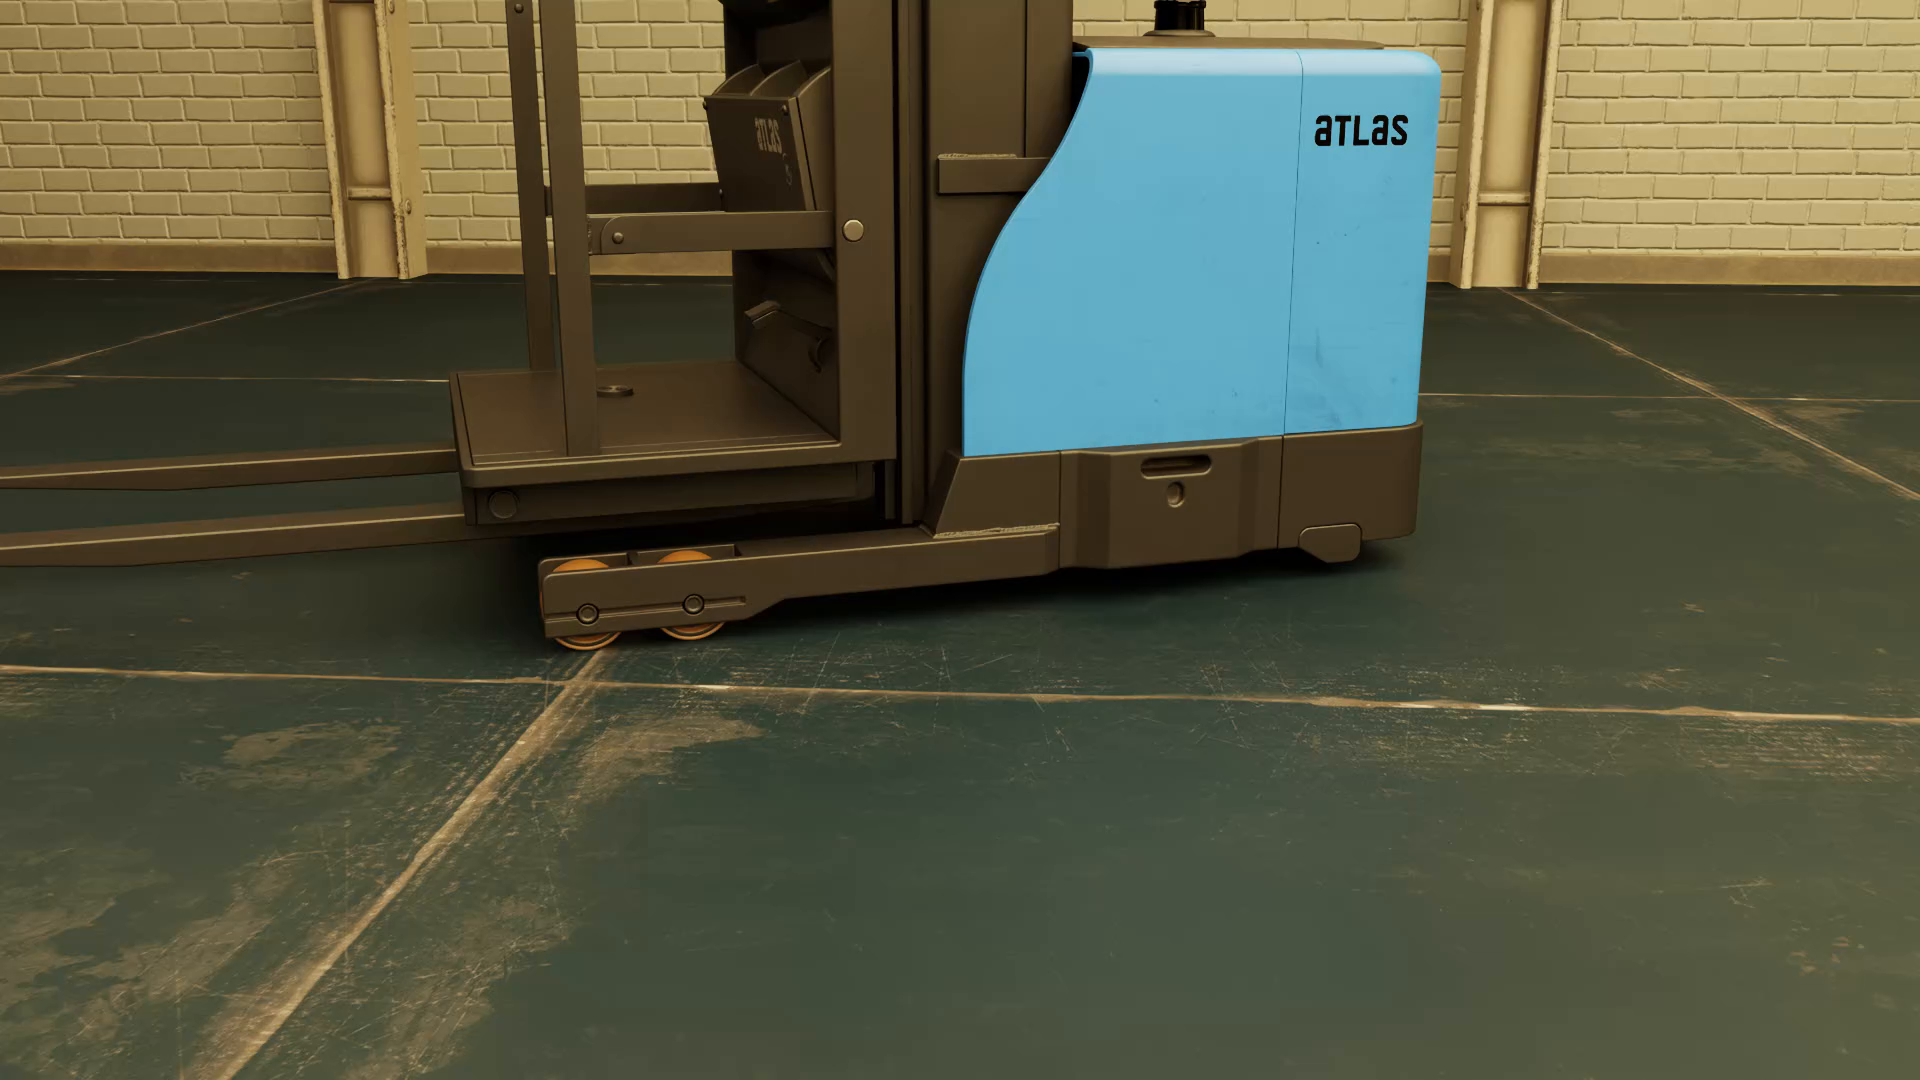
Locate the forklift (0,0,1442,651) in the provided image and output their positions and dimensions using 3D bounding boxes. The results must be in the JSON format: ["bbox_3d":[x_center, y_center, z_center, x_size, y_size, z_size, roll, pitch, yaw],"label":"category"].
[{"bbox_3d":[-0.580,-1.366,3.251,3.031,2.935,1.130,-5,16,-17],"label":"forklift"}]
